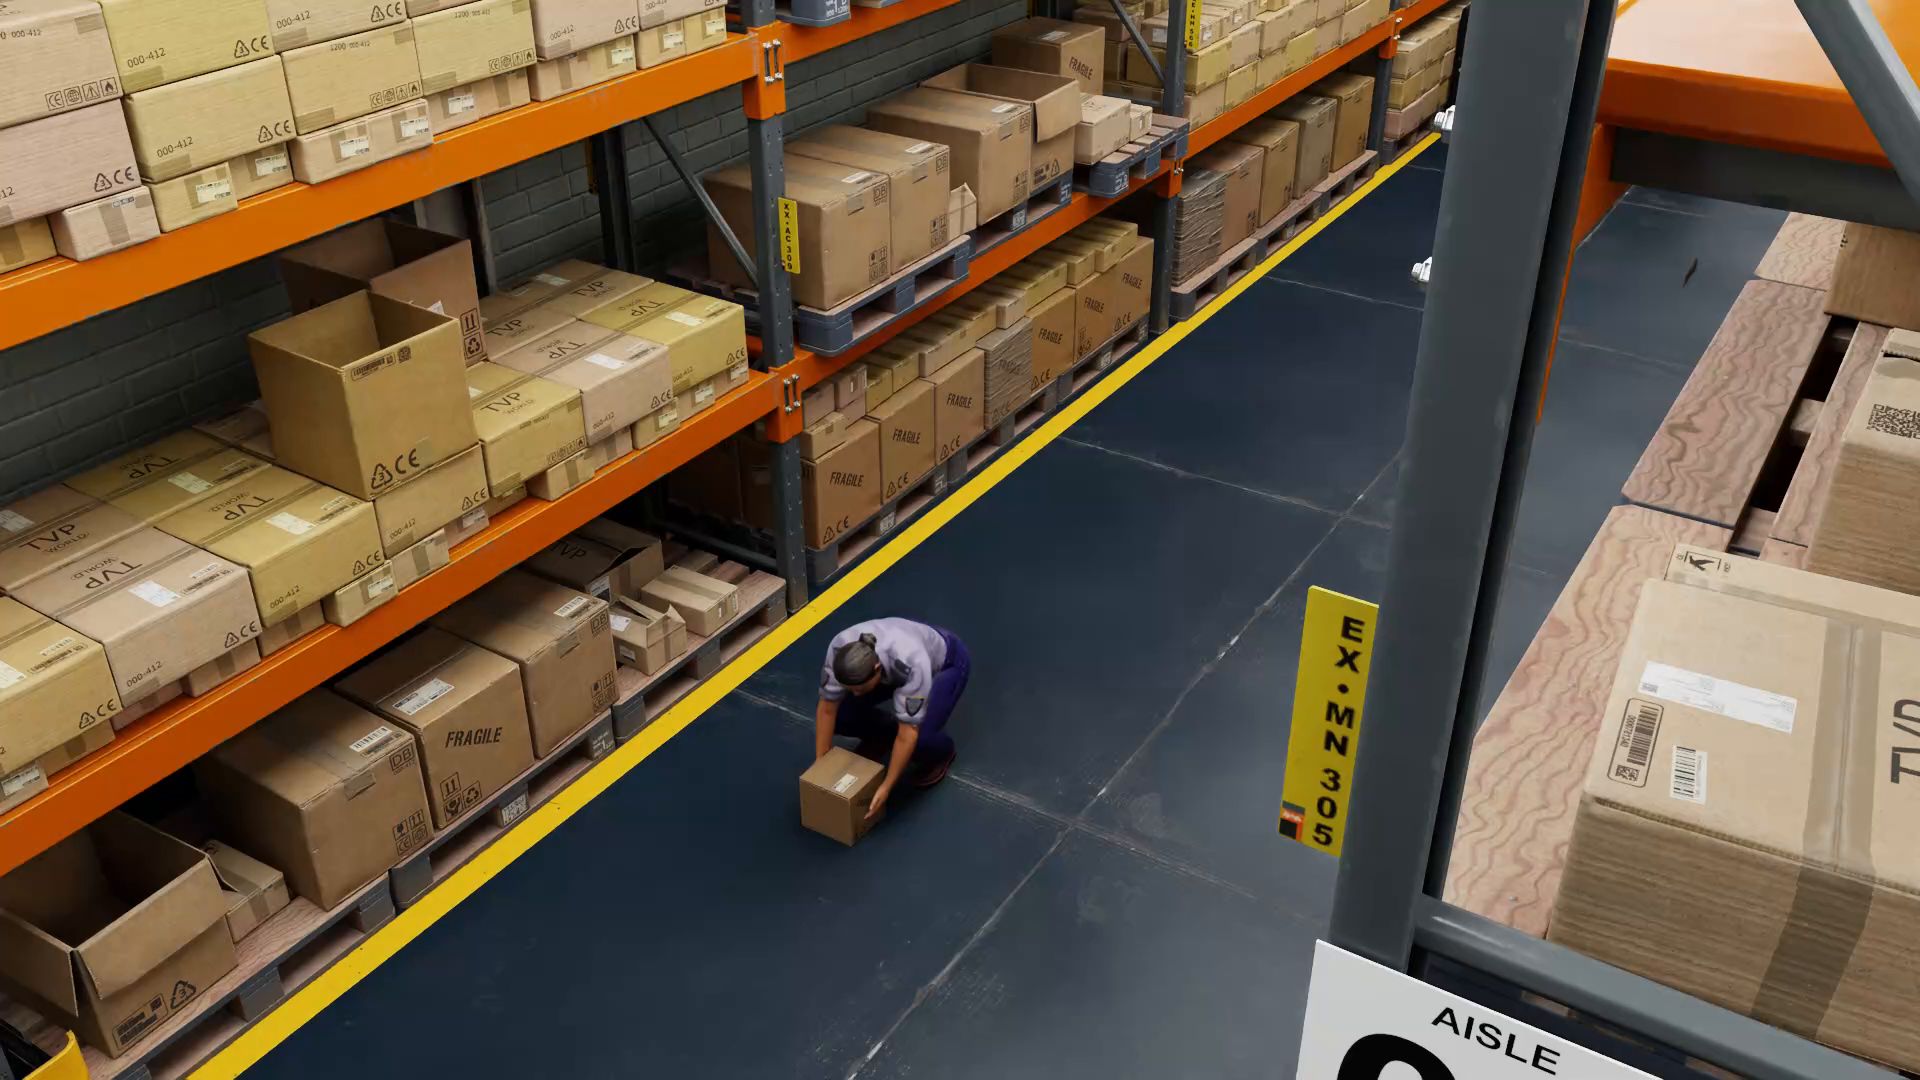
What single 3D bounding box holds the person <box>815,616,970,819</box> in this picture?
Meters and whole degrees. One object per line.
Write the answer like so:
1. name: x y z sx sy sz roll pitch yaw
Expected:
1. person: -0.284 0.630 6.855 0.523 0.869 0.828 18 35 27
